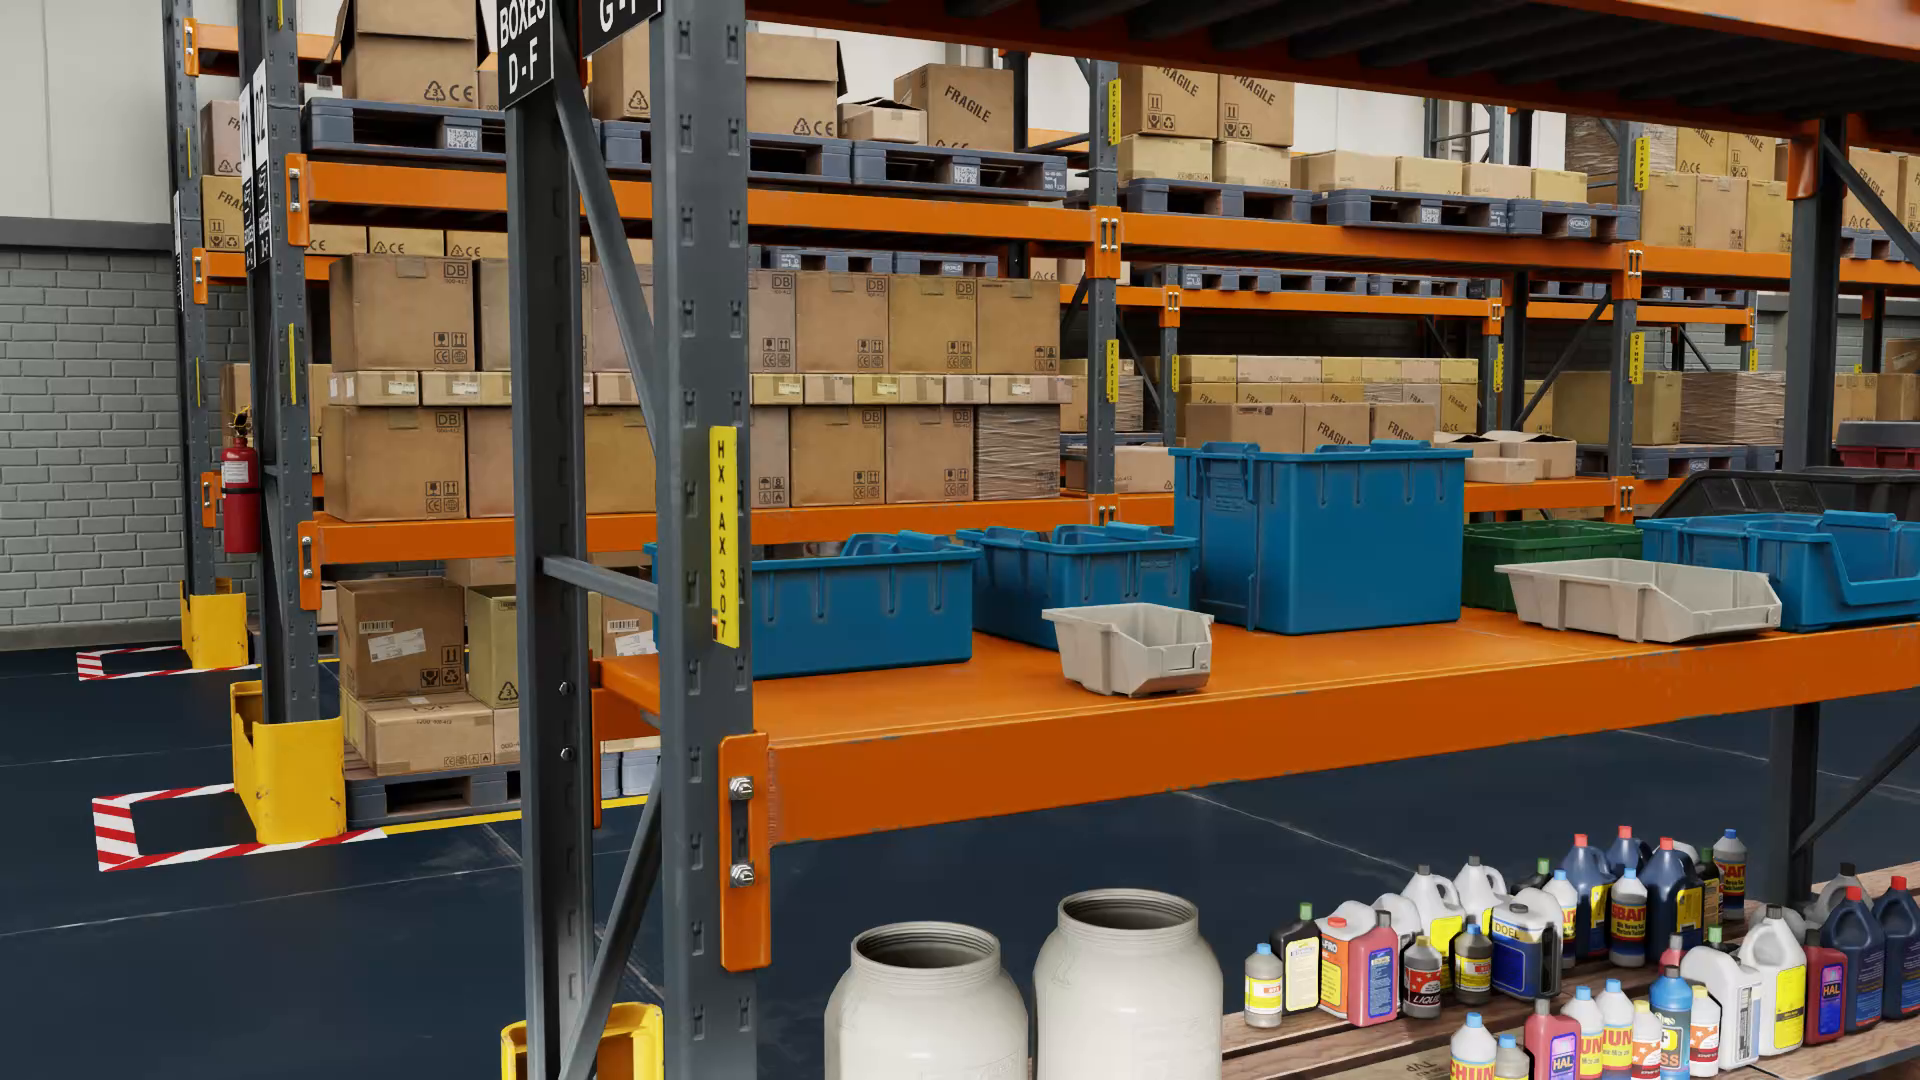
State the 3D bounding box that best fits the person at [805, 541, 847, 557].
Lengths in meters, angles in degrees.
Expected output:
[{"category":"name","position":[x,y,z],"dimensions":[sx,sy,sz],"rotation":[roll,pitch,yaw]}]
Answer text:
[{"category":"person","position":[-0.838,-0.064,11.888],"dimensions":[0.568,1.759,0.368],"rotation":[-3,6,-28]}]
